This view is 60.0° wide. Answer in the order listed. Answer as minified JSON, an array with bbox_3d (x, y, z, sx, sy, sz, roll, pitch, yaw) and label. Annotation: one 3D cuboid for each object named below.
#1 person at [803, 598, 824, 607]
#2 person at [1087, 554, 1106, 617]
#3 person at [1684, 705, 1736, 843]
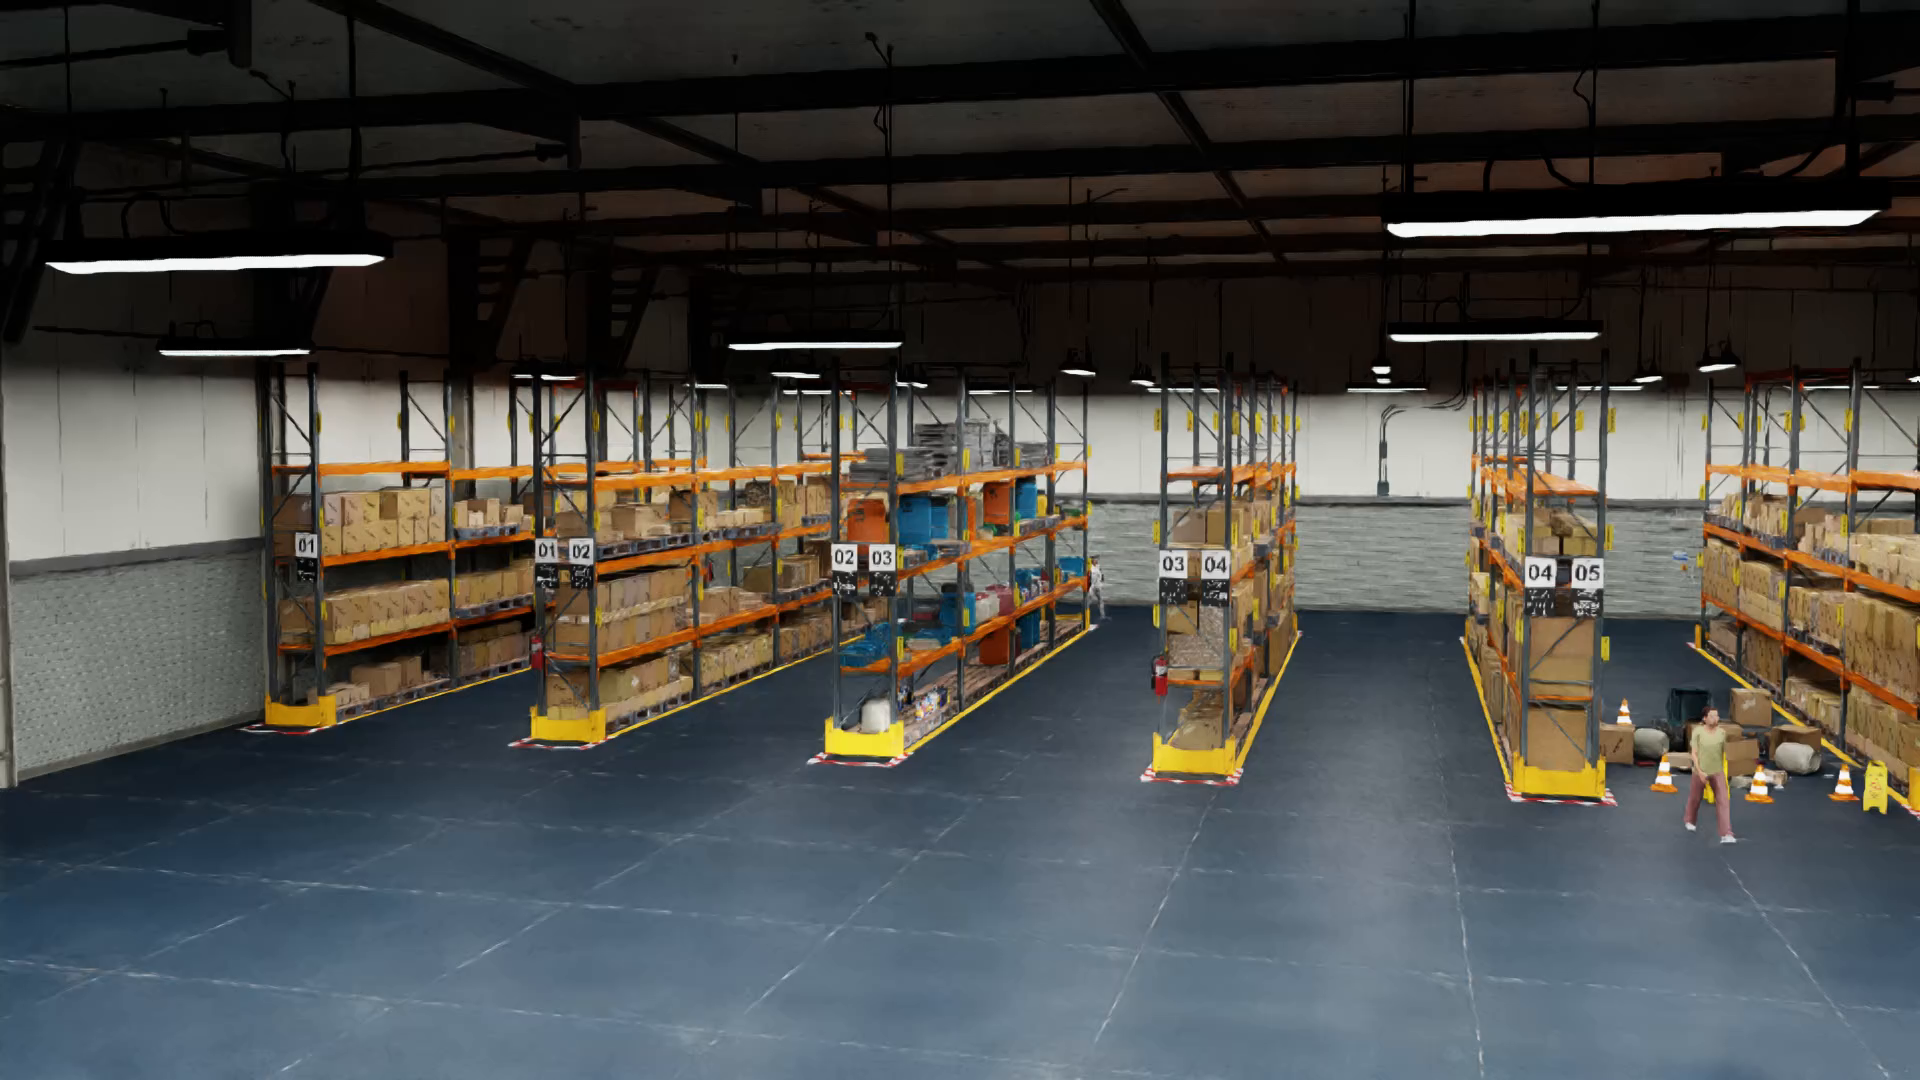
[{"bbox_3d":[-3.898,0.986,44.604,0.728,1.763,0.518,-2,5,-28],"label":"person"},{"bbox_3d":[3.389,1.153,42.221,0.544,1.604,0.434,-3,5,-38],"label":"person"},{"bbox_3d":[8.988,2.780,19.987,0.446,1.604,1.018,0,4,6],"label":"person"}]
